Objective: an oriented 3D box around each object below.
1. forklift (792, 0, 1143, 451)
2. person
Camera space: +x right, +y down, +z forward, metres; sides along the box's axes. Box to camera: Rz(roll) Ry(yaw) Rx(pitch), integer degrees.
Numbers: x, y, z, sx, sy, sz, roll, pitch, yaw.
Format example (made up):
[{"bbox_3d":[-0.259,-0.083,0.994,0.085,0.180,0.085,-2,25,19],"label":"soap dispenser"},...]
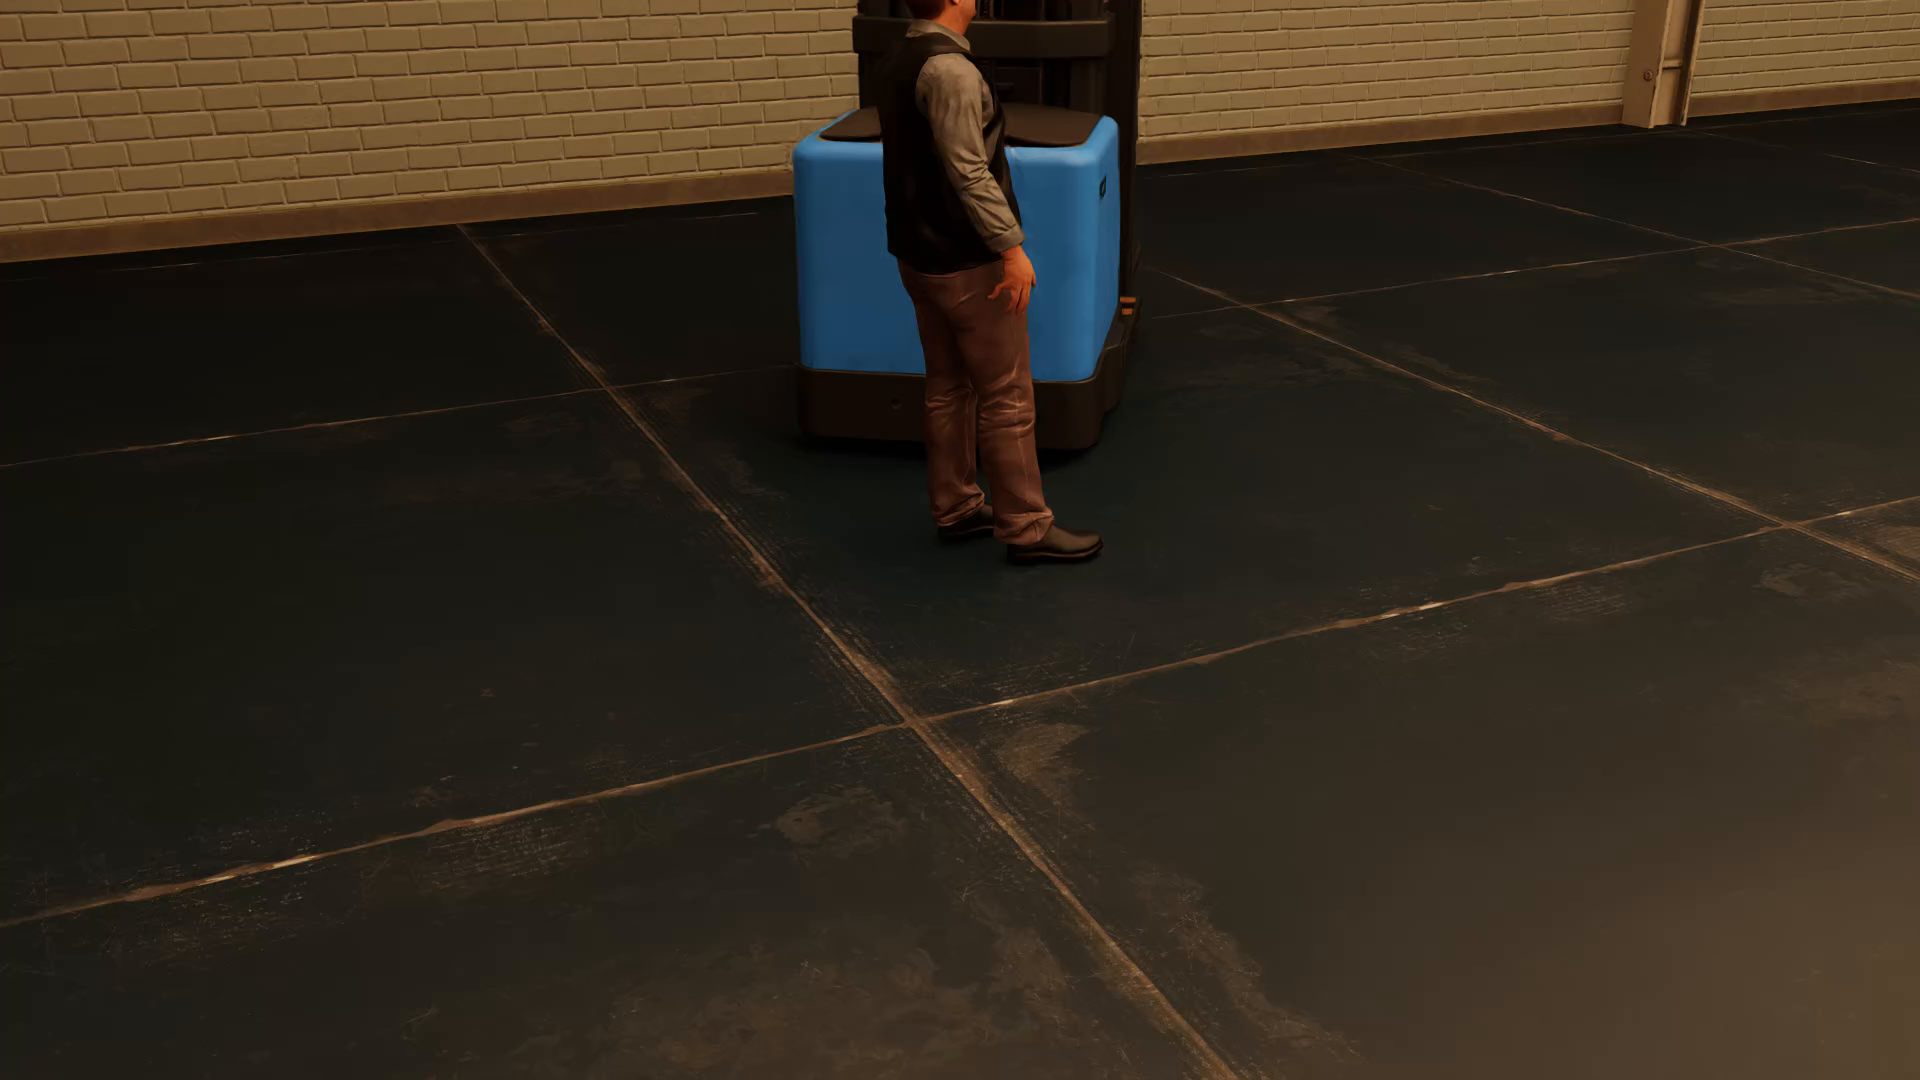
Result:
[{"bbox_3d":[0.190,-2.190,6.559,1.130,2.935,3.031,4,23,9],"label":"forklift"},{"bbox_3d":[0.059,-0.809,4.791,0.568,1.720,0.632,-10,25,-23],"label":"person"}]
